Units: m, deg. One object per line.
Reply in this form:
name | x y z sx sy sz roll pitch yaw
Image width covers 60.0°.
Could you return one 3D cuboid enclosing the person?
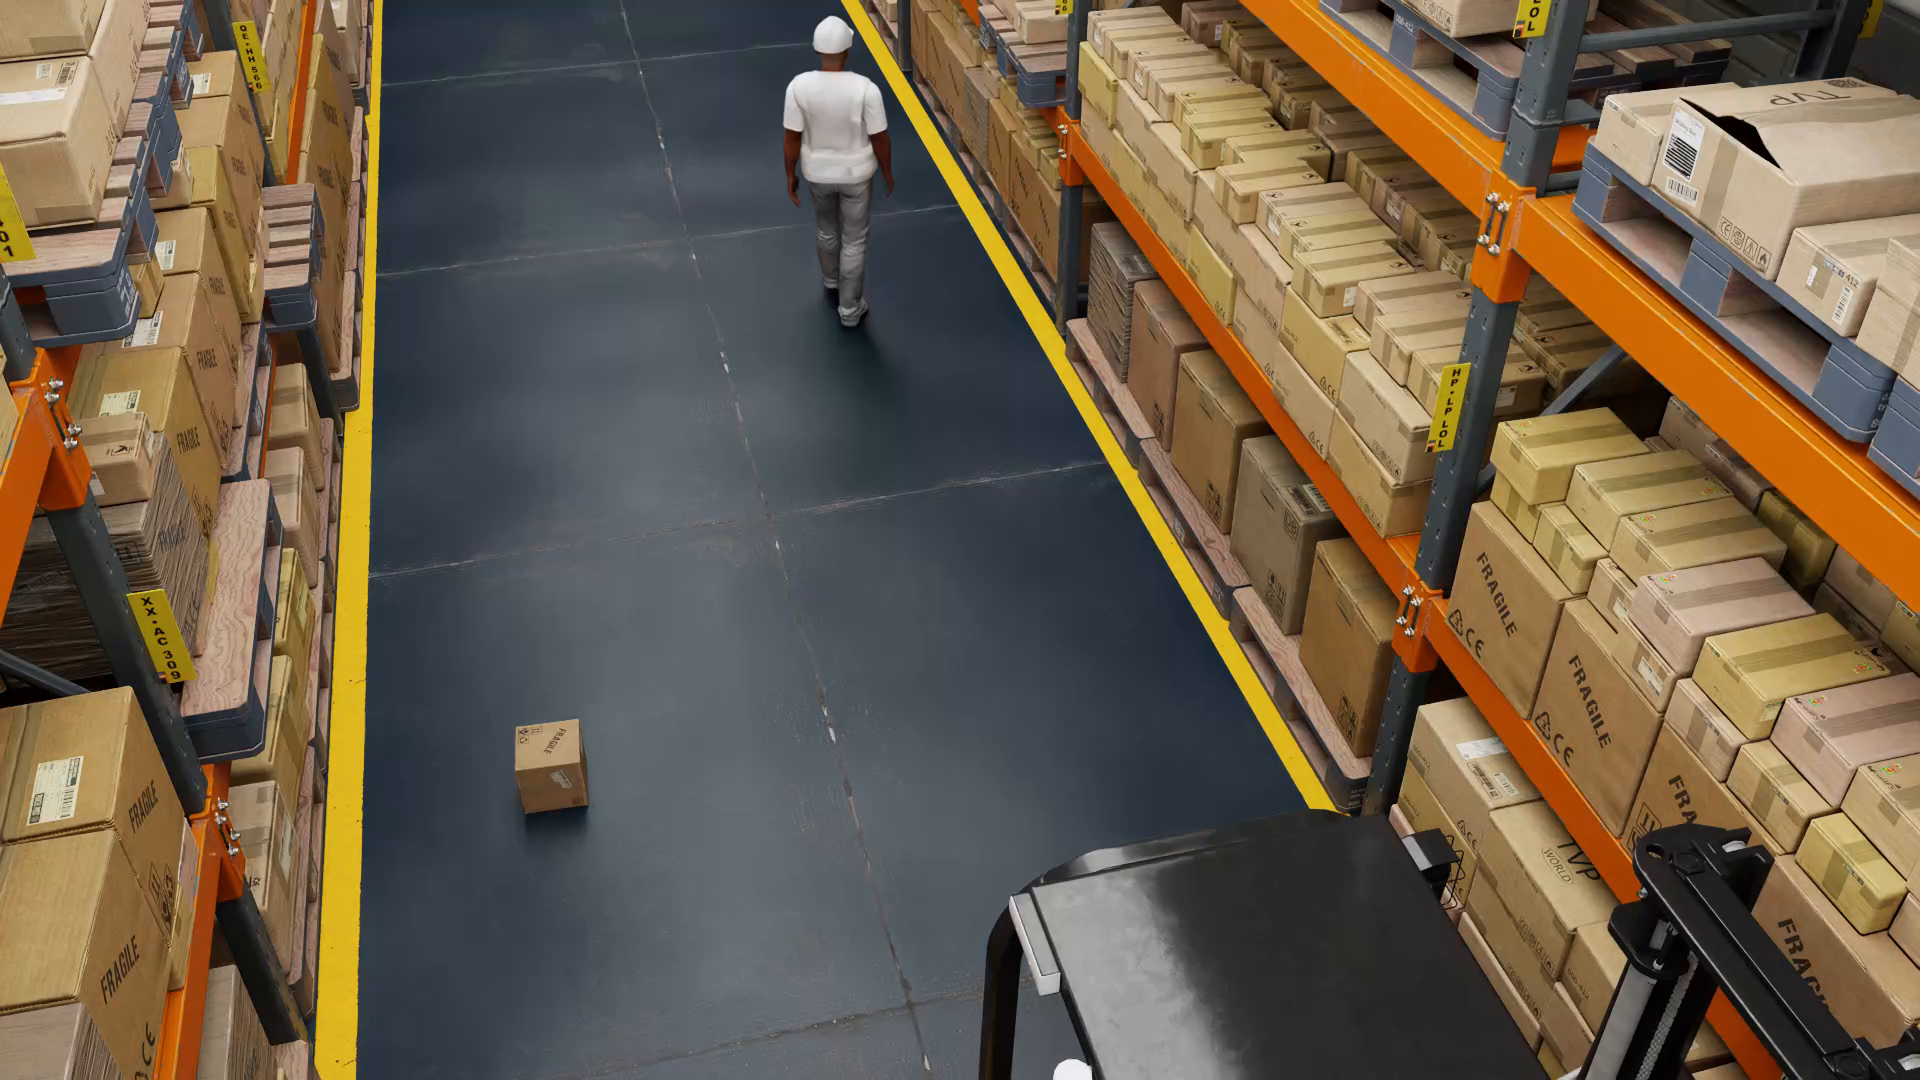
person | -0.643 -2.127 9.342 0.581 1.753 0.720 6 38 8
